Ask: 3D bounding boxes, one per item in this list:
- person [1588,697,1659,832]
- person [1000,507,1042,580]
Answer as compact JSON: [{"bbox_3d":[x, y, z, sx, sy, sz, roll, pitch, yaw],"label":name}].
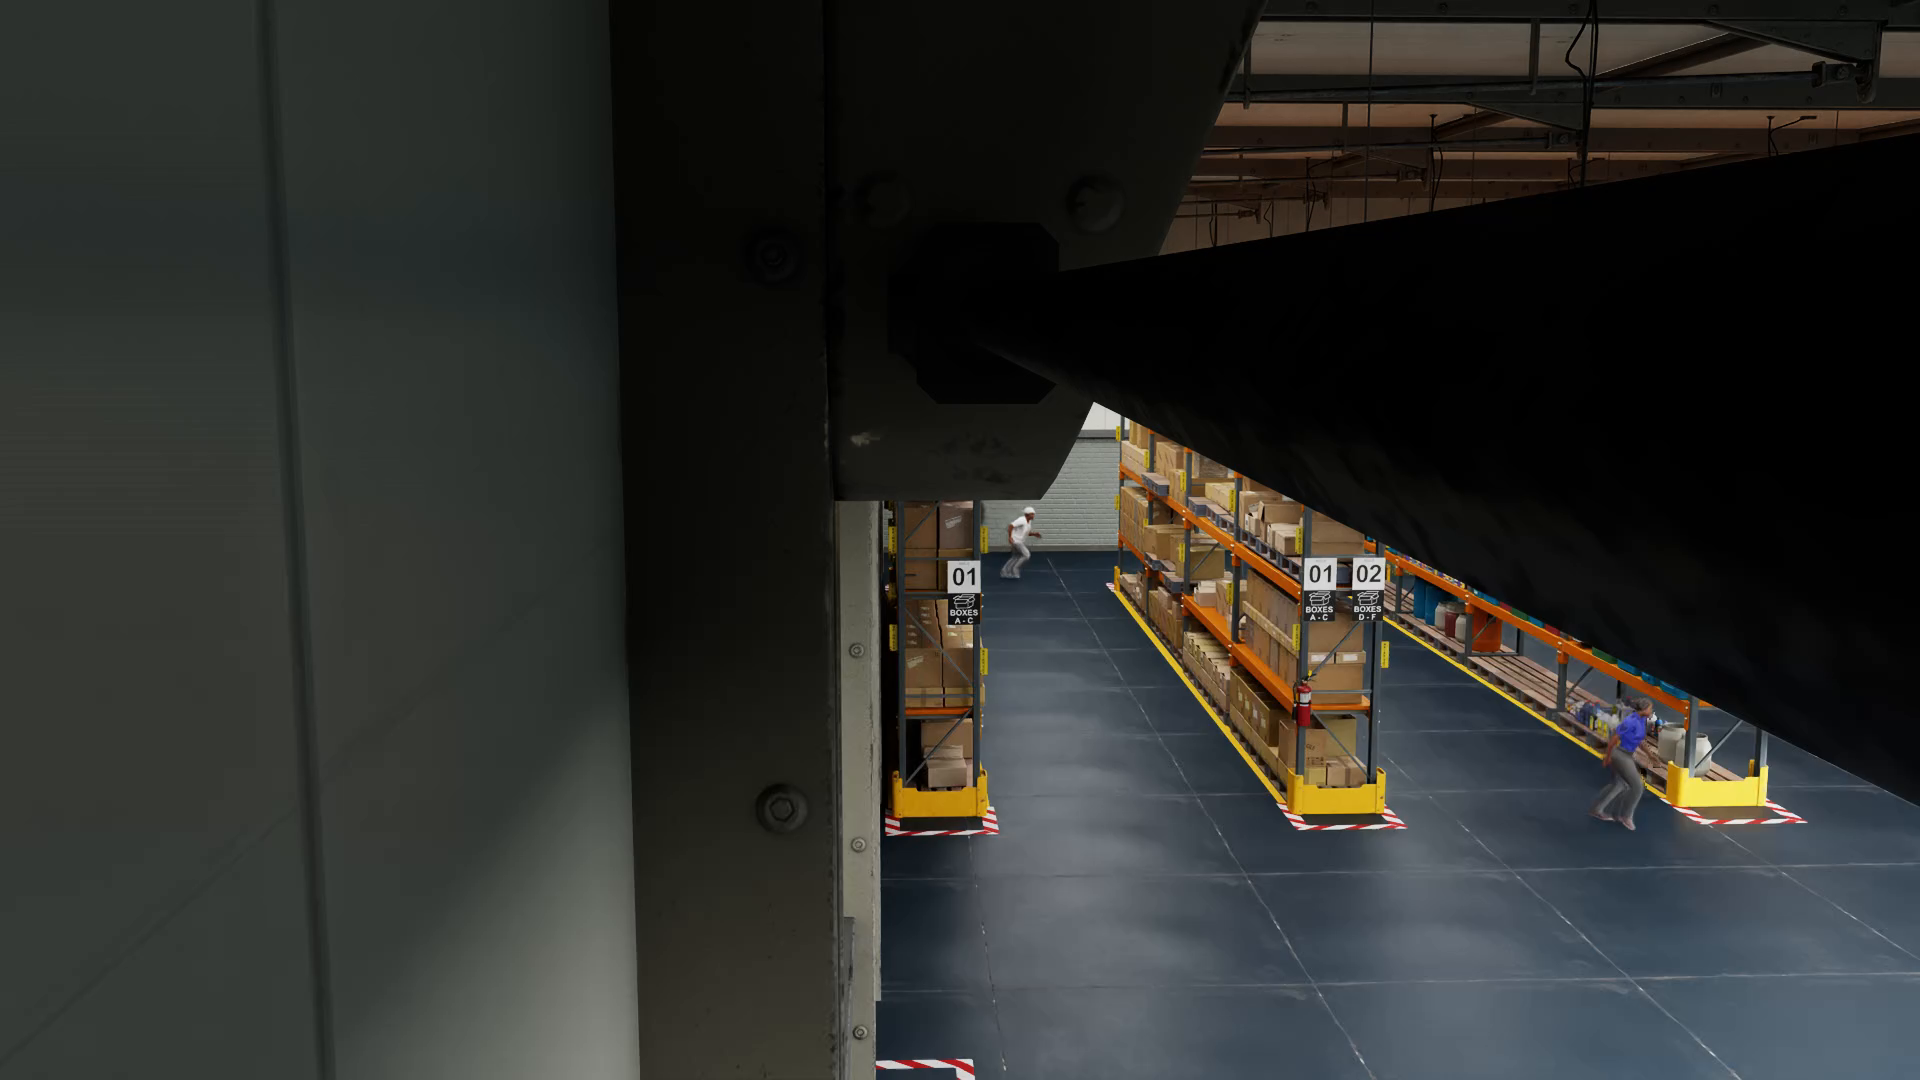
[{"bbox_3d":[8.049,2.648,20.160,0.737,1.573,0.561,6,10,34],"label":"person"},{"bbox_3d":[1.385,0.066,37.954,0.958,1.647,0.720,2,8,13],"label":"person"}]
